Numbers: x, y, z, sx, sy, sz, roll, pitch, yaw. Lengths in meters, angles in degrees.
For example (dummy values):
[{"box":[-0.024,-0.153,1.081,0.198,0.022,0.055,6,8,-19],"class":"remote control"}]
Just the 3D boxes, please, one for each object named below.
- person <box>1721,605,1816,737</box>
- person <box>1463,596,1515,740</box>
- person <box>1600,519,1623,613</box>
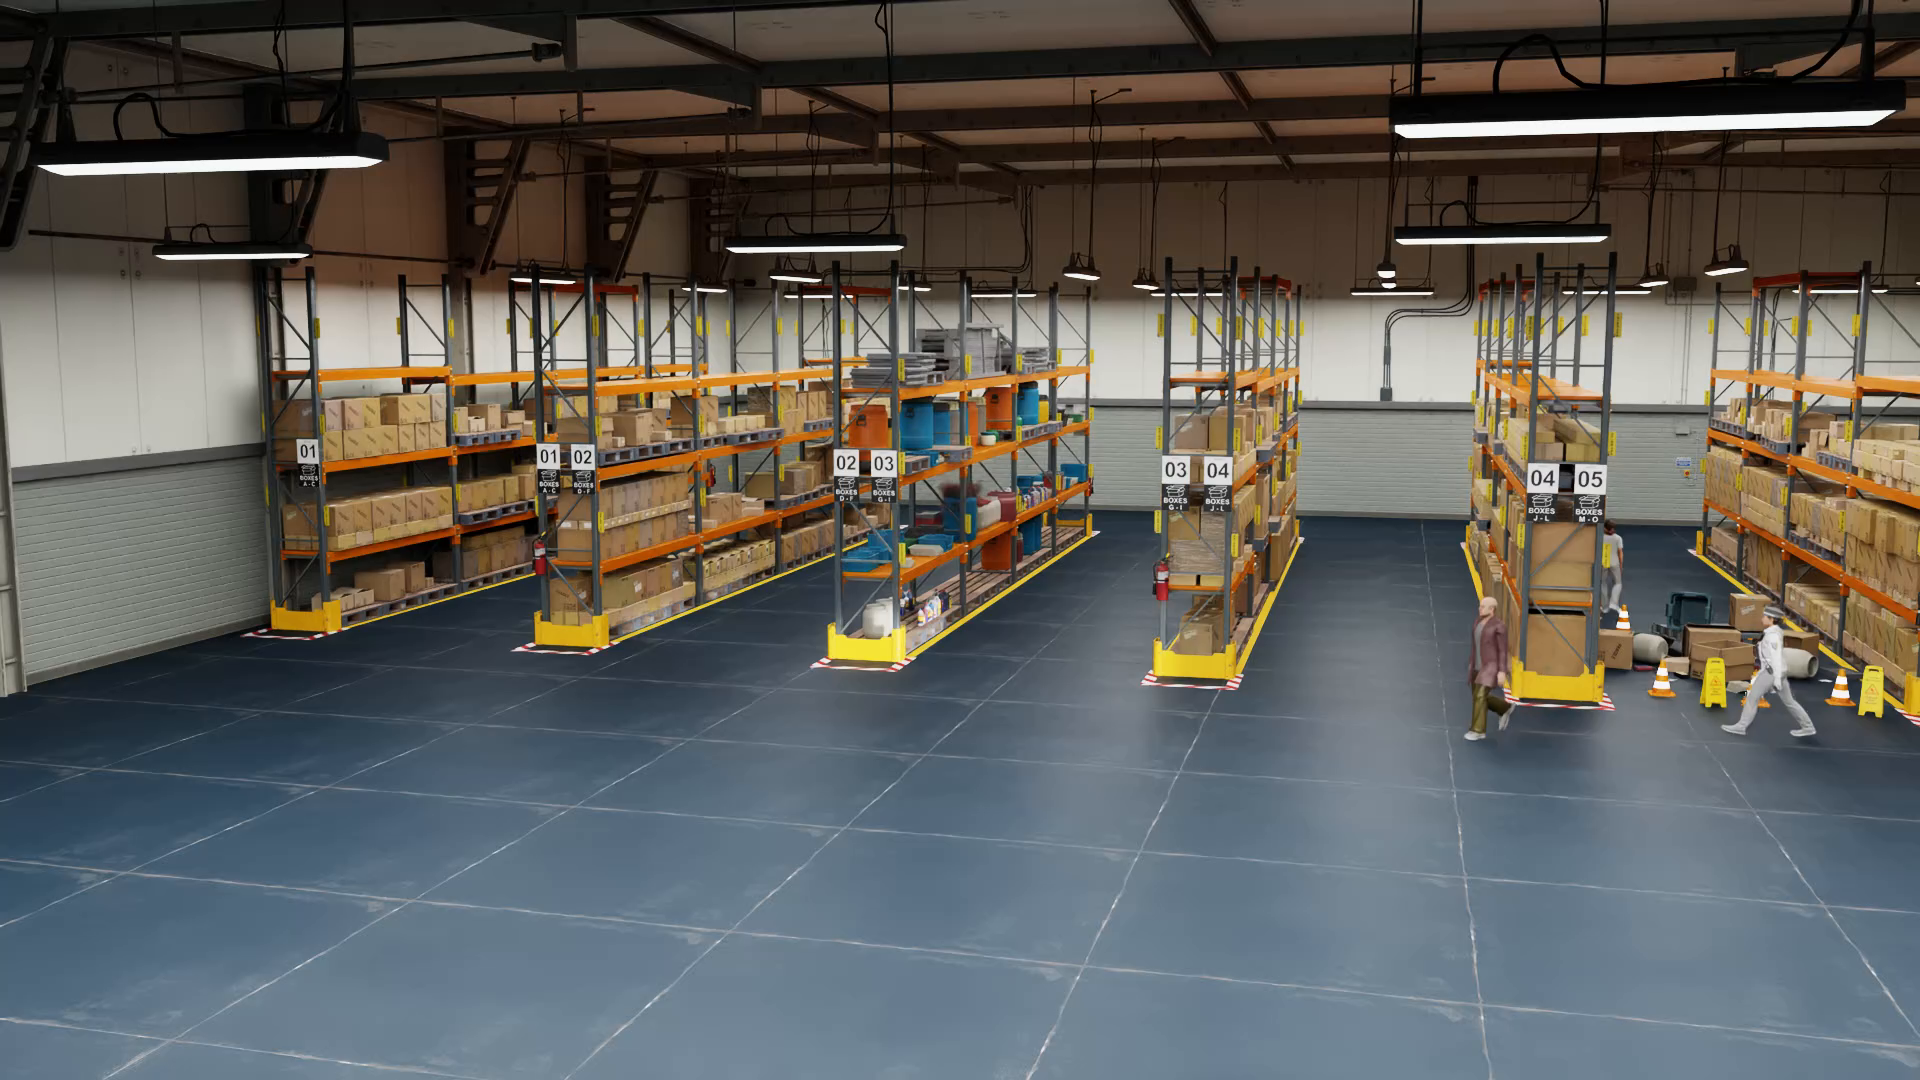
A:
[{"box":[9.941,1.612,20.358,1.042,1.620,0.491,5,9,33],"class":"person"},{"box":[6.492,1.545,20.334,0.906,1.743,0.615,-3,8,-24],"class":"person"},{"box":[11.454,0.469,29.314,0.495,1.669,0.533,2,8,16],"class":"person"}]
